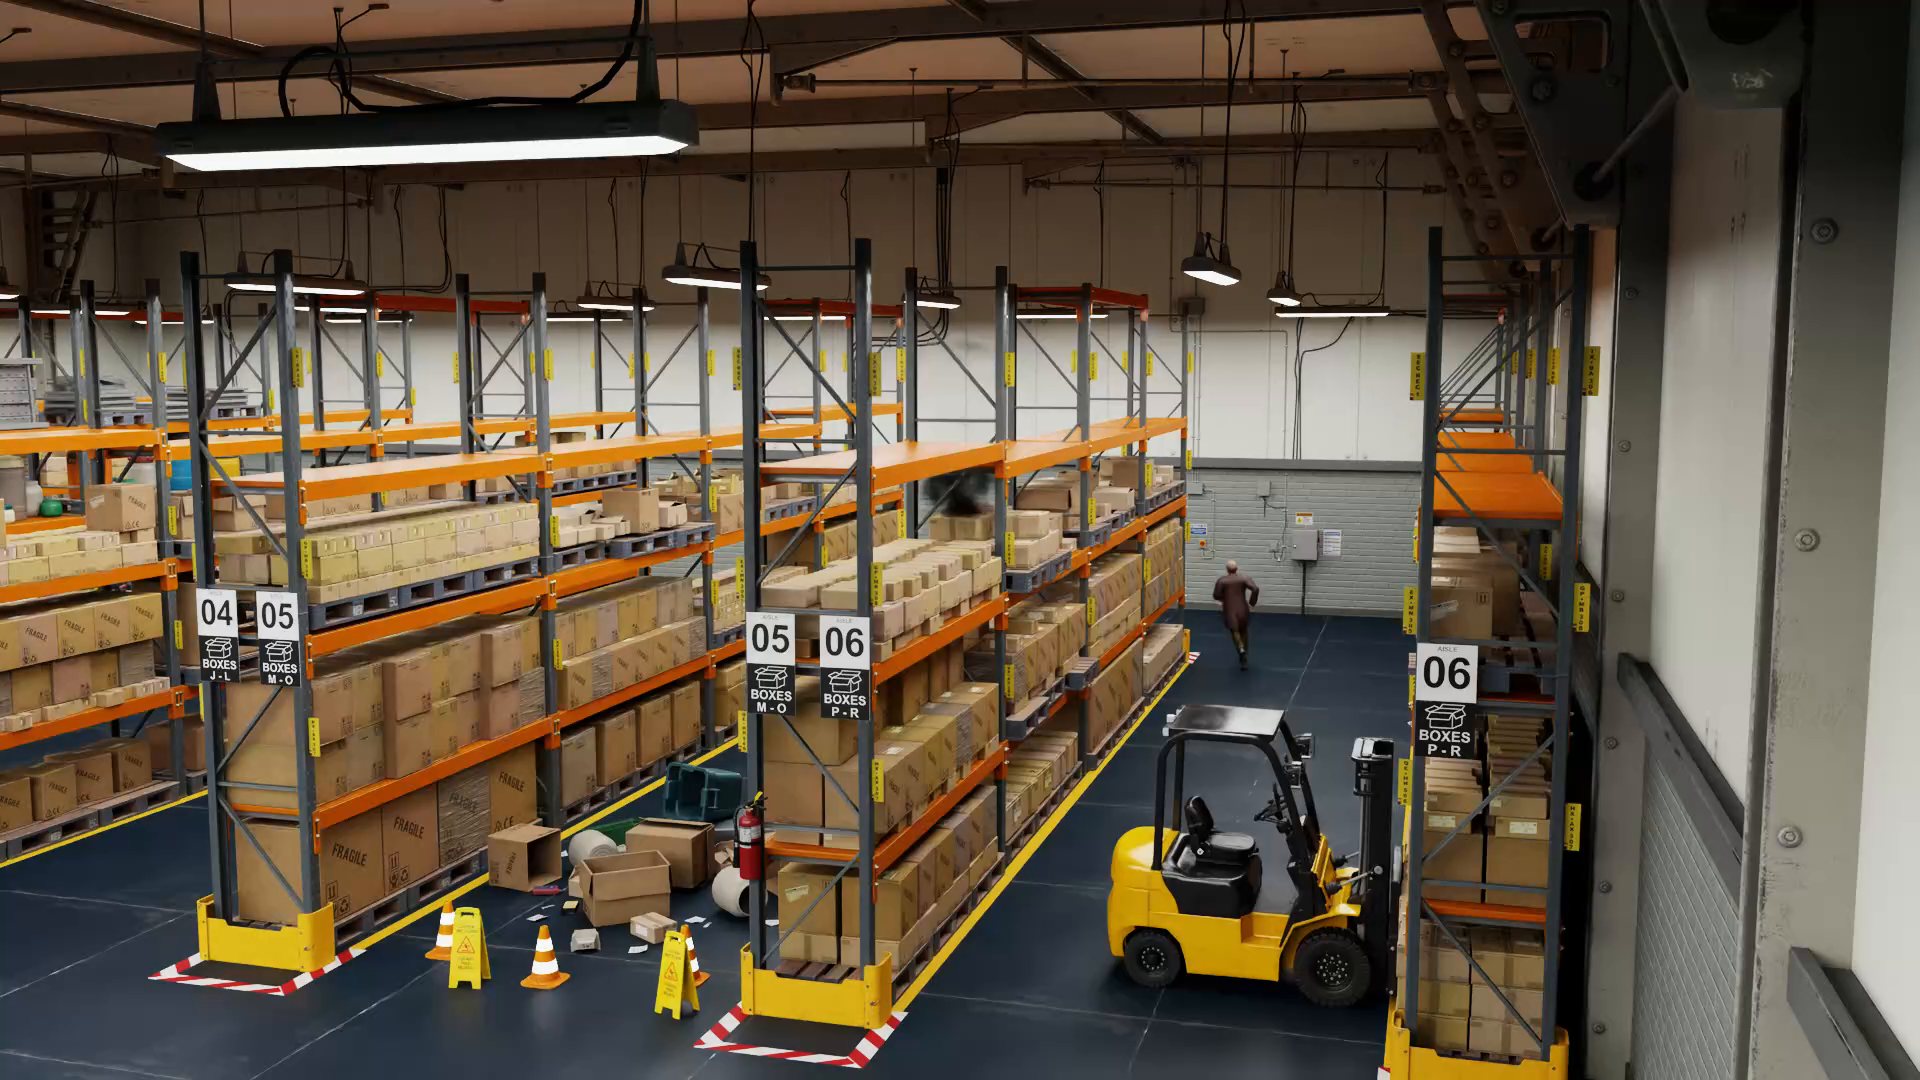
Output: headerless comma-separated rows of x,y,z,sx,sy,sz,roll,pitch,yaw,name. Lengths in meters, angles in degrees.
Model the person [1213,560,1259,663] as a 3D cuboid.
4.564,1.275,27.610,0.746,1.669,0.954,0,6,1,person
